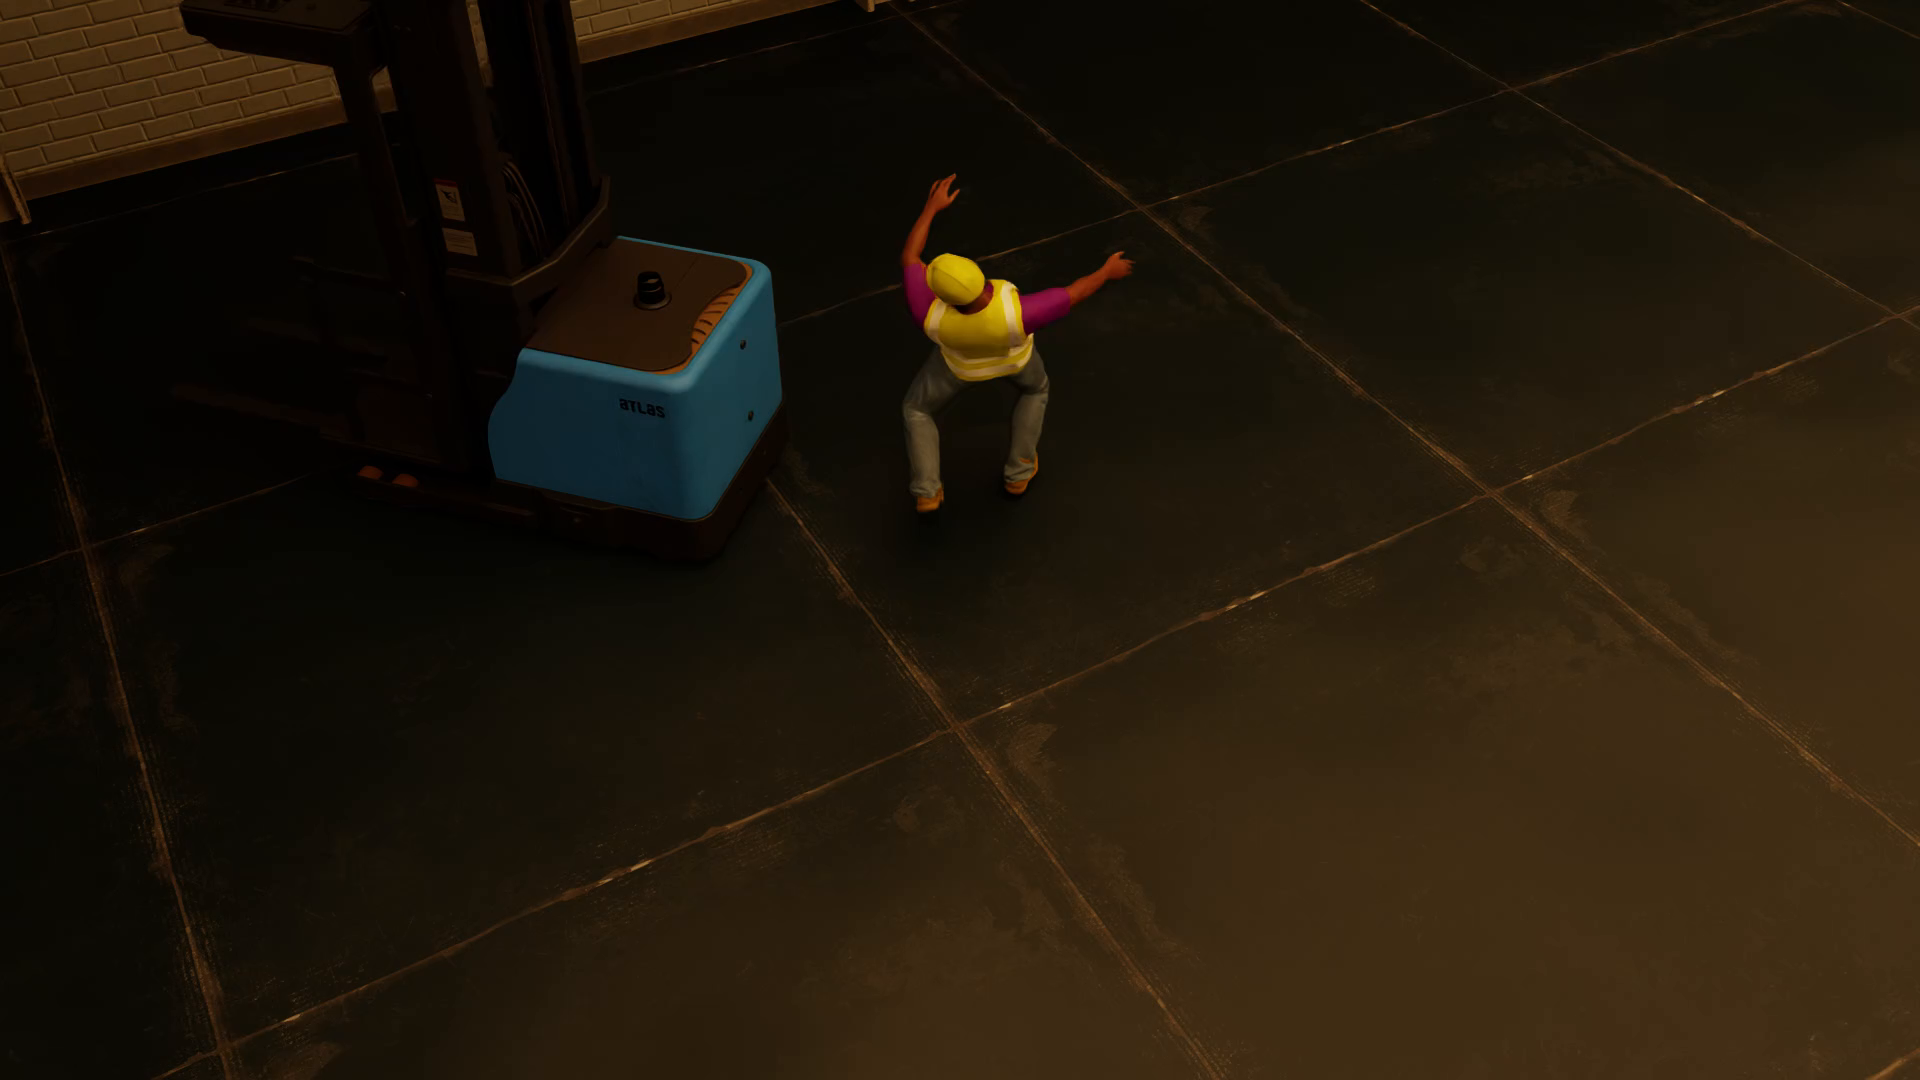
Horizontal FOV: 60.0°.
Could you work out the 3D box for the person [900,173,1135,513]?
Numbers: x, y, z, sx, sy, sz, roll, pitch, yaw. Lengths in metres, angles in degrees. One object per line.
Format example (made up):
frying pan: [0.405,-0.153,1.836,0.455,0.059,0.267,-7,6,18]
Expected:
person: [0.269,-0.855,7.629,1.116,1.525,0.752,-8,43,-8]

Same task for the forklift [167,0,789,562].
forklift: [-2.430,-1.558,7.378,3.031,2.935,1.130,12,44,13]
